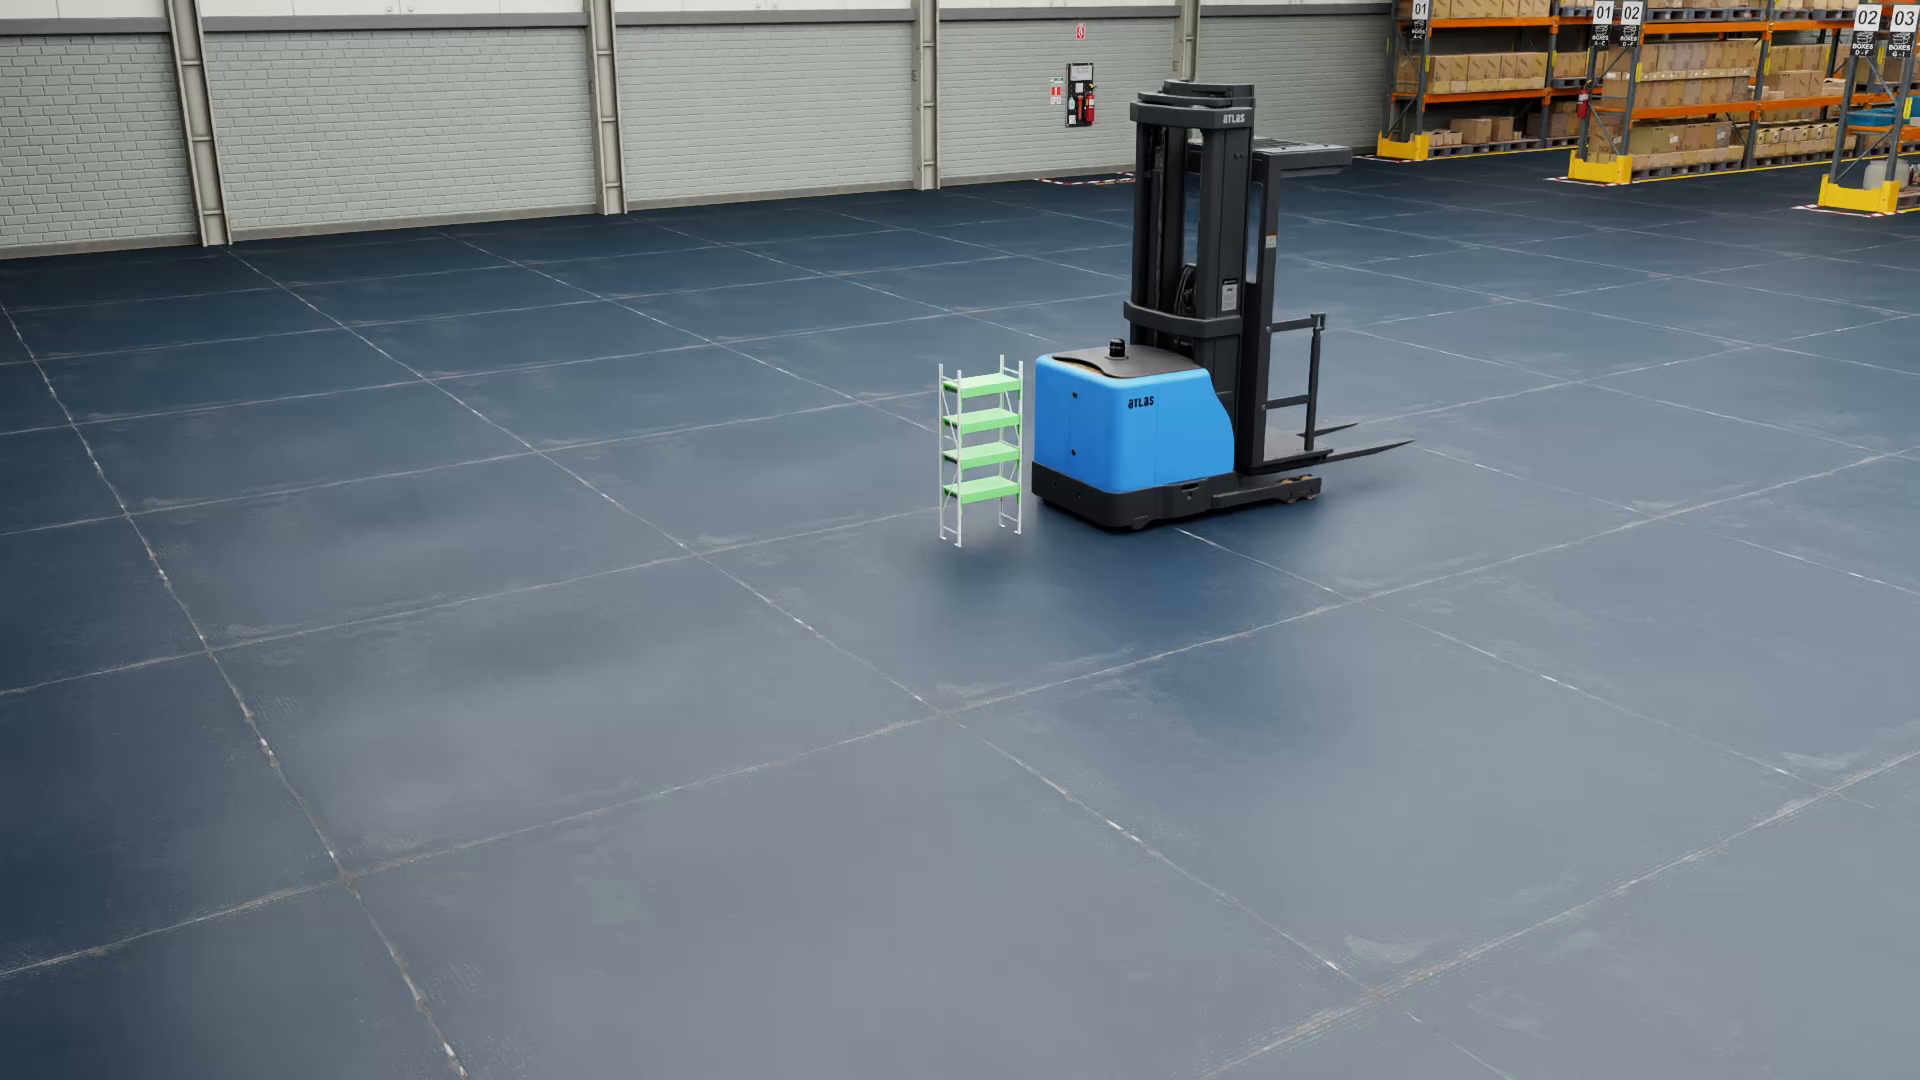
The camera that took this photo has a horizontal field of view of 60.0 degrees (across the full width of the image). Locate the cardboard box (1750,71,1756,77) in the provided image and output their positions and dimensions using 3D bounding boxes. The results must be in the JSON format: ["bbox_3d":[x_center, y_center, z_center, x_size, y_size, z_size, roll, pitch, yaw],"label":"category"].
[{"bbox_3d":[19.199,-11.392,40.620,0.250,0.149,0.380,-12,22,-31],"label":"cardboard box"}]

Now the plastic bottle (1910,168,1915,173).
[{"bbox_3d":[16.386,-6.294,28.744,0.135,0.276,0.152,-13,22,-33],"label":"plastic bottle"}]

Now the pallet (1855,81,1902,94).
[{"bbox_3d":[19.240,-9.656,35.421,1.003,0.211,1.213,-12,22,-31],"label":"pallet"}]

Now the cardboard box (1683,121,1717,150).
[{"bbox_3d":[14.265,-7.841,32.222,0.500,0.500,0.500,-12,22,-31],"label":"cardboard box"}]

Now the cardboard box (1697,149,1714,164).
[{"bbox_3d":[14.272,-7.483,32.332,0.500,0.250,0.500,-12,22,-31],"label":"cardboard box"}]

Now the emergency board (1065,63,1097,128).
[{"bbox_3d":[2.317,-8.396,31.397,0.643,1.169,0.194,-12,22,-31],"label":"emergency board"}]

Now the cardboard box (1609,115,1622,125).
[{"bbox_3d":[14.918,-9.757,38.637,0.500,0.500,0.700,-12,22,-31],"label":"cardboard box"}]

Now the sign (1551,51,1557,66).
[{"bbox_3d":[12.949,-10.494,36.251,0.005,0.325,0.100,-12,22,-31],"label":"sign"}]

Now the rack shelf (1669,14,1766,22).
[{"bbox_3d":[17.655,-12.365,39.576,4.000,0.370,1.077,-12,22,-31],"label":"rack shelf"}]

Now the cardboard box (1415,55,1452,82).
[{"bbox_3d":[9.868,-9.821,34.643,0.500,0.500,0.500,-12,22,-31],"label":"cardboard box"}]

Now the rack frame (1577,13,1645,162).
[{"bbox_3d":[12.031,-8.199,30.814,0.127,3.000,1.000,-12,22,-31],"label":"rack frame"}]

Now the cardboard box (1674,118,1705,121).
[{"bbox_3d":[14.399,-8.067,32.890,0.500,0.500,0.500,-12,22,-31],"label":"cardboard box"}]

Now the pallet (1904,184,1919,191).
[{"bbox_3d":[16.489,-5.934,28.467,1.213,0.211,1.003,-12,22,-31],"label":"pallet"}]

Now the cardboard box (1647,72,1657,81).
[{"bbox_3d":[12.696,-8.613,30.868,0.250,0.149,0.380,-13,22,-33],"label":"cardboard box"}]

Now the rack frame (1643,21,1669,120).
[{"bbox_3d":[15.985,-10.933,38.899,0.127,3.000,1.000,-12,22,-31],"label":"rack frame"}]

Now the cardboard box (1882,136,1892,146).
[{"bbox_3d":[19.684,-8.730,35.600,0.500,0.500,0.500,-13,23,-33],"label":"cardboard box"}]

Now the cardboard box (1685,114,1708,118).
[{"bbox_3d":[17.406,-10.360,39.907,0.750,0.750,0.750,-12,22,-32],"label":"cardboard box"}]

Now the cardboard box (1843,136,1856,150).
[{"bbox_3d":[18.407,-8.347,34.888,0.500,0.250,0.500,-11,22,-30],"label":"cardboard box"}]

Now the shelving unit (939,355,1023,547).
[{"bbox_3d":[0.138,-0.598,11.139,0.503,1.200,0.258,-12,22,-31],"label":"shelving unit"}]

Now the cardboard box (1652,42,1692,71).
[{"bbox_3d":[13.329,-9.132,31.392,0.500,0.500,0.700,-12,22,-31],"label":"cardboard box"}]

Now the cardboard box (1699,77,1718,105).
[{"bbox_3d":[14.147,-8.689,32.108,0.500,0.500,0.700,-12,22,-31],"label":"cardboard box"}]

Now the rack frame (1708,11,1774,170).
[{"bbox_3d":[15.372,-8.904,32.898,0.127,3.000,1.000,-12,22,-31],"label":"rack frame"}]

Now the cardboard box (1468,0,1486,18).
[{"bbox_3d":[10.620,-11.171,34.733,0.500,0.500,0.500,-11,21,-29],"label":"cardboard box"}]

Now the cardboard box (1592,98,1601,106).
[{"bbox_3d":[14.475,-9.996,38.173,0.500,0.250,0.500,-12,22,-32],"label":"cardboard box"}]

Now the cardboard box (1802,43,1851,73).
[{"bbox_3d":[22.246,-12.391,42.746,0.700,0.700,0.980,-11,21,-29],"label":"cardboard box"}]

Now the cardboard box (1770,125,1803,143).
[{"bbox_3d":[16.707,-8.250,33.727,0.500,0.311,0.500,-13,22,-33],"label":"cardboard box"}]

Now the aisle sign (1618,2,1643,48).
[{"bbox_3d":[12.145,-9.337,30.121,0.004,0.787,0.394,-12,22,-31],"label":"aisle sign"}]

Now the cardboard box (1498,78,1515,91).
[{"bbox_3d":[11.583,-9.824,35.822,0.500,0.250,0.500,-12,22,-32],"label":"cardboard box"}]

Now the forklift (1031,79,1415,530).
[{"bbox_3d":[2.044,-1.790,11.962,3.031,2.935,1.130,-11,22,-29],"label":"forklift"}]

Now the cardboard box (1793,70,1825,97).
[{"bbox_3d":[17.320,-9.356,34.079,0.500,0.500,0.500,-13,23,-34],"label":"cardboard box"}]

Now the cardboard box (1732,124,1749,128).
[{"bbox_3d":[15.983,-8.307,33.895,0.500,0.311,0.500,-11,22,-30],"label":"cardboard box"}]

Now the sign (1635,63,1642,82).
[{"bbox_3d":[12.331,-8.497,30.220,0.005,0.325,0.100,-12,22,-31],"label":"sign"}]

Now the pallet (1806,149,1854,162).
[{"bbox_3d":[18.004,-8.153,35.031,1.213,0.211,1.003,-12,22,-31],"label":"pallet"}]

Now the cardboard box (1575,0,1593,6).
[{"bbox_3d":[13.659,-11.989,36.824,0.500,0.311,0.500,-11,22,-30],"label":"cardboard box"}]

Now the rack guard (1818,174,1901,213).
[{"bbox_3d":[14.790,-5.715,27.370,0.348,0.500,1.175,-12,22,-31],"label":"rack guard"}]

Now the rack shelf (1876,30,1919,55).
[{"bbox_3d":[16.423,-8.306,27.570,4.000,0.370,1.077,-12,22,-31],"label":"rack shelf"}]

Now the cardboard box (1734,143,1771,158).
[{"bbox_3d":[15.845,-7.805,33.285,0.500,0.250,0.500,-13,22,-33],"label":"cardboard box"}]

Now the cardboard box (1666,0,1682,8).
[{"bbox_3d":[13.111,-9.927,30.758,0.250,0.149,0.380,-12,22,-31],"label":"cardboard box"}]

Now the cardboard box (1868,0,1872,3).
[{"bbox_3d":[18.365,-11.062,34.177,0.500,0.250,0.500,-14,23,-35],"label":"cardboard box"}]

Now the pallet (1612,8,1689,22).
[{"bbox_3d":[12.636,-9.696,30.696,1.213,0.211,1.003,-12,22,-31],"label":"pallet"}]

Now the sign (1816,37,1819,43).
[{"bbox_3d":[22.366,-12.939,43.358,0.005,0.325,0.100,-12,22,-31],"label":"sign"}]

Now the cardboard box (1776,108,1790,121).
[{"bbox_3d":[20.428,-10.844,41.884,0.500,0.500,0.700,-12,22,-32],"label":"cardboard box"}]

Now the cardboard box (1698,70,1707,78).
[{"bbox_3d":[13.981,-8.882,31.666,0.250,0.149,0.380,-11,22,-30],"label":"cardboard box"}]

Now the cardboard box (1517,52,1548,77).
[{"bbox_3d":[12.420,-10.356,36.225,0.500,0.500,0.500,-12,22,-32],"label":"cardboard box"}]

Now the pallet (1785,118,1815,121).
[{"bbox_3d":[21.024,-10.645,42.404,1.213,0.211,1.003,-12,22,-31],"label":"pallet"}]

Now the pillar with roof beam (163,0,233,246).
[{"bbox_3d":[-8.264,-7.341,18.909,0.400,9.000,9.100,-12,22,-31],"label":"pillar with roof beam"}]

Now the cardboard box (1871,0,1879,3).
[{"bbox_3d":[19.058,-11.163,34.740,0.500,0.500,0.910,-12,22,-31],"label":"cardboard box"}]

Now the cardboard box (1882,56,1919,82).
[{"bbox_3d":[20.045,-10.106,35.642,0.500,0.500,0.700,-8,20,-21],"label":"cardboard box"}]

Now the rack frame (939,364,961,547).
[{"bbox_3d":[-0.066,-0.555,11.012,0.015,1.200,0.240,-12,22,-31],"label":"rack frame"}]

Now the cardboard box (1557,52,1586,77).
[{"bbox_3d":[13.559,-10.661,37.253,0.500,0.500,0.700,-9,21,-26],"label":"cardboard box"}]

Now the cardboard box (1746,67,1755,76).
[{"bbox_3d":[15.263,-9.153,32.467,0.250,0.149,0.380,-12,22,-31],"label":"cardboard box"}]
